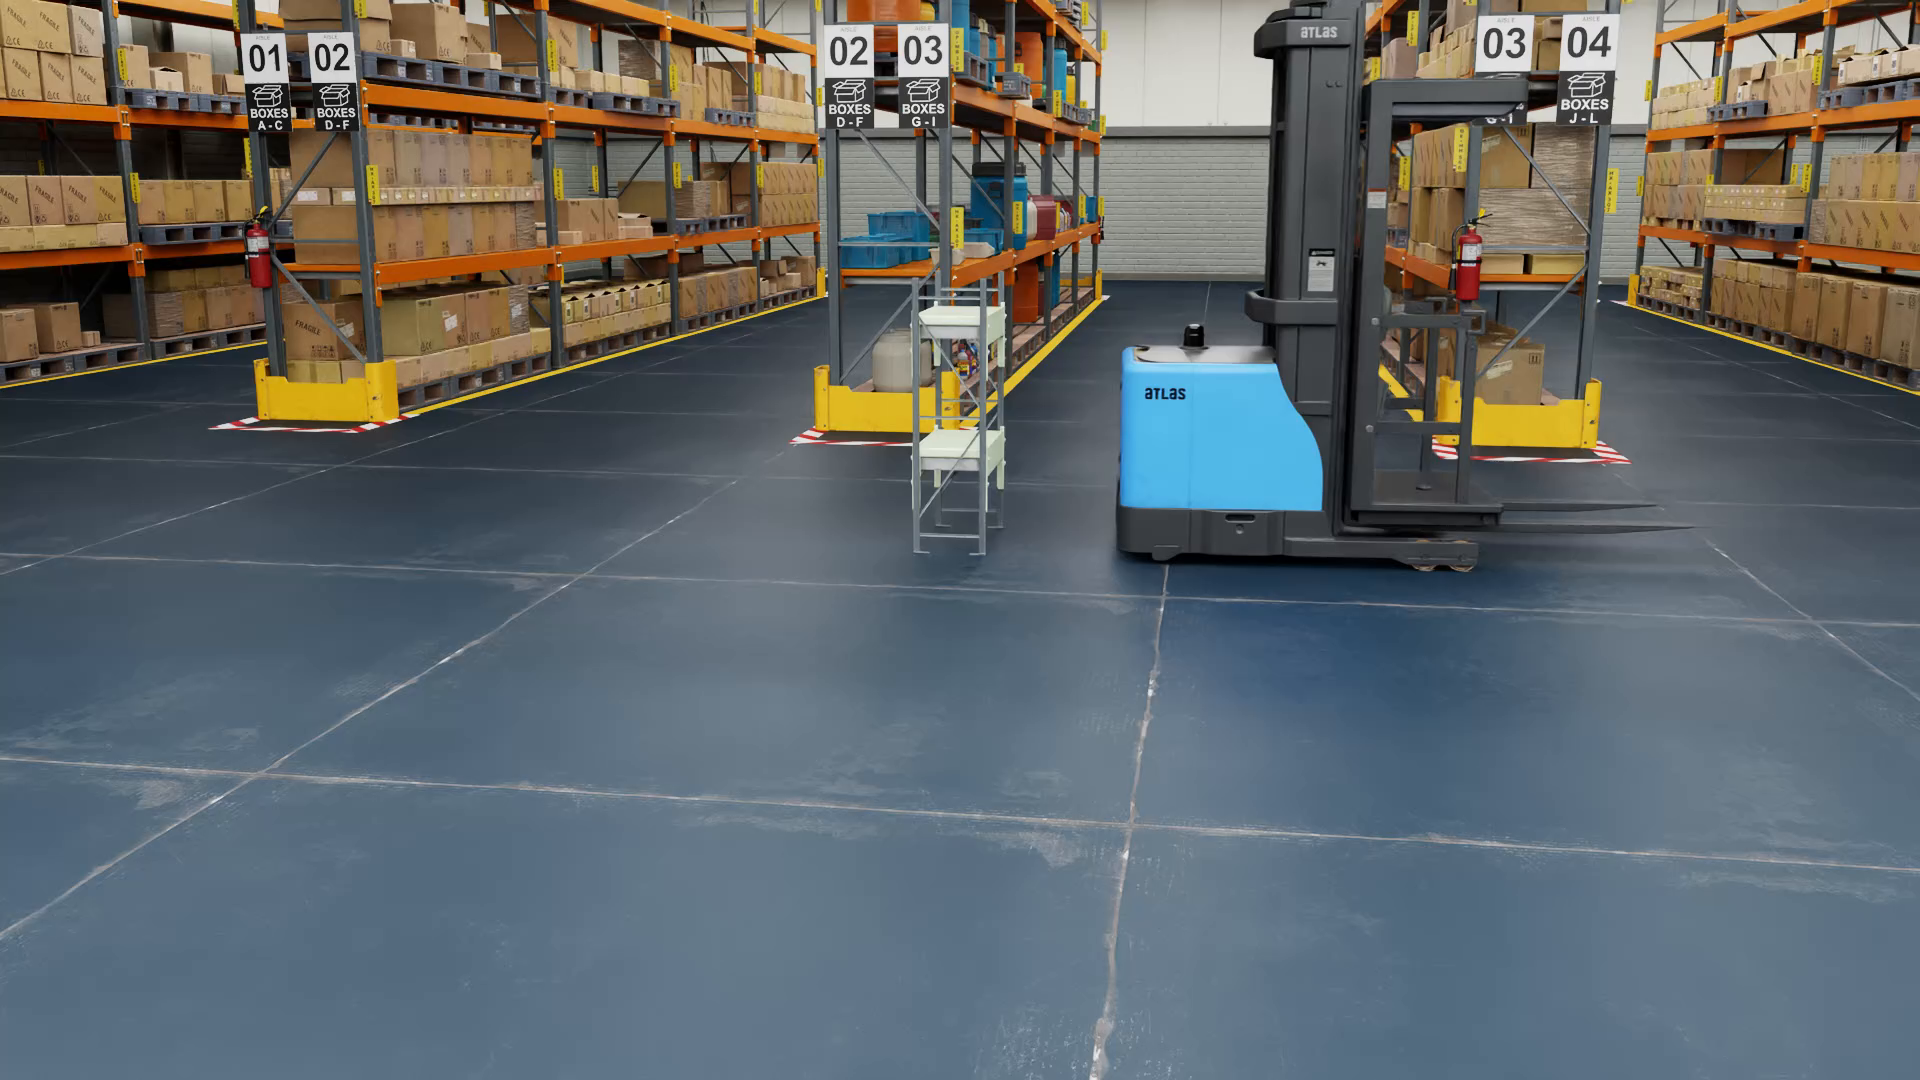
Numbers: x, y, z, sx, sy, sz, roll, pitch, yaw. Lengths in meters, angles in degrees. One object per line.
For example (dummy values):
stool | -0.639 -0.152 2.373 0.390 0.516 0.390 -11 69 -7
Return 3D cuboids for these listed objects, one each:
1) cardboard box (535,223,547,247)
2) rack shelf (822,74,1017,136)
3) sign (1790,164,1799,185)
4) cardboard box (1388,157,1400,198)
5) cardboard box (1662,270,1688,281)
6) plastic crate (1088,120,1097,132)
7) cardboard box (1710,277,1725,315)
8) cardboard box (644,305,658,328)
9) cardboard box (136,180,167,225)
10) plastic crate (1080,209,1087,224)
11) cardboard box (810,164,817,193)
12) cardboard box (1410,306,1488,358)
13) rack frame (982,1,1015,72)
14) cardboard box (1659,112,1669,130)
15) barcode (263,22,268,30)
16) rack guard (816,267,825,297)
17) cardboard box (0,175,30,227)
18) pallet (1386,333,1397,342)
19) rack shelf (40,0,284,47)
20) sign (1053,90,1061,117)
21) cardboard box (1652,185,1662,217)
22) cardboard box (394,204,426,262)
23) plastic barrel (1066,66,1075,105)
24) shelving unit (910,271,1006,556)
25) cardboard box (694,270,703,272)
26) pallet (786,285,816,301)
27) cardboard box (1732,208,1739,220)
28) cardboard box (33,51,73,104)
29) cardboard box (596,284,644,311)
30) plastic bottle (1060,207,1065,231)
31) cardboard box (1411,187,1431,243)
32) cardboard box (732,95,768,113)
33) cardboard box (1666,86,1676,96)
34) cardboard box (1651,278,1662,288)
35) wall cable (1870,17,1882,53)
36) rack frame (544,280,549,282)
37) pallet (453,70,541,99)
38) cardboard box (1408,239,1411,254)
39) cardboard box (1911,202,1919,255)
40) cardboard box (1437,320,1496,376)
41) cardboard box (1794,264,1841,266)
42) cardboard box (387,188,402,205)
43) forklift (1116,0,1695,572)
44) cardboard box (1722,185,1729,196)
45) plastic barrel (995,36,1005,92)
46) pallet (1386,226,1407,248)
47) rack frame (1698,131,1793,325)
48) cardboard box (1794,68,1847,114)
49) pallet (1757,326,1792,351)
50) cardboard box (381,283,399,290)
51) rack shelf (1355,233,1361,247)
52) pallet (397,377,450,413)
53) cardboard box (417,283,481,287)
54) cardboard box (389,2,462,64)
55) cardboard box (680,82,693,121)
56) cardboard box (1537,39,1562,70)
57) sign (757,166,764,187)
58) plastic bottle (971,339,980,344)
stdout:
cardboard box | -4.811 -3.392 18.469 0.500 0.250 0.500 3 12 12
rack shelf | -0.257 -3.898 15.050 1.077 0.370 4.000 2 12 9
sign | 11.609 -5.072 23.160 0.100 0.325 0.005 2 12 9
cardboard box | 5.688 -4.563 20.929 0.797 0.503 0.637 2 12 11
cardboard box | 11.076 -4.086 25.690 0.380 0.149 0.250 2 12 10
plastic crate | 2.026 -6.846 27.524 0.450 0.188 0.336 2 12 9
cardboard box | 10.684 -3.361 22.907 0.500 0.500 0.500 2 12 11
cardboard box | -4.144 -2.830 21.037 0.500 0.250 0.500 2 12 8
cardboard box | -9.627 -3.890 19.142 0.700 0.500 0.500 2 12 9
plastic crate | 1.833 -5.210 26.803 0.416 0.233 0.300 2 12 9
cardboard box | -2.795 -6.296 28.975 0.500 0.500 0.500 2 12 8
cardboard box | 5.060 -2.160 17.285 0.700 0.500 0.500 1 12 4
rack frame | 0.050 -6.133 16.591 1.000 3.000 0.127 2 12 9
cardboard box | 11.268 -6.554 26.022 0.500 0.250 0.500 2 12 10
barcode | -5.889 -4.357 14.094 0.001 0.075 0.075 2 12 9
rack guard | -3.010 -4.622 29.752 1.175 0.500 0.348 2 12 9
cardboard box | -9.745 -3.399 16.673 0.500 0.500 0.500 2 12 10
pallet | 5.438 -2.347 19.881 1.003 0.211 1.213 2 12 9
rack shelf | -9.431 -6.323 20.130 1.077 0.370 4.000 2 12 9
sign | 1.210 -5.432 20.705 0.100 0.325 0.005 2 12 9
cardboard box | 11.276 -5.353 26.271 0.500 0.500 0.500 2 12 9
cardboard box | -5.298 -2.784 15.054 0.700 0.500 0.500 2 12 10
plastic barrel | 1.341 -6.433 23.658 0.600 0.588 0.600 0 12 0
shelving unit | -0.001 -0.732 9.329 0.431 1.500 0.755 2 12 9
cardboard box | -4.084 -3.712 24.486 0.500 0.500 0.500 2 12 9
pallet | -3.131 -4.314 29.012 1.003 0.211 1.213 2 12 9
cardboard box | 10.349 -4.267 21.771 0.380 0.149 0.250 2 12 8
cardboard box | -9.663 -4.828 17.372 0.500 0.500 0.500 1 12 4
cardboard box | -4.220 -2.999 20.488 0.500 0.311 0.500 2 12 8
plastic bottle | 1.434 -4.601 23.840 0.144 0.351 0.185 2 12 9
cardboard box | 4.702 -3.039 15.533 0.875 0.500 0.500 2 12 9
cardboard box | -3.293 -6.757 25.778 0.500 0.250 0.500 2 12 9
cardboard box | 11.191 -6.971 25.823 0.380 0.149 0.250 2 12 9
cardboard box | 11.146 -4.053 26.246 0.380 0.149 0.250 2 12 10
wall cable | 17.178 -9.342 31.484 0.463 3.000 0.029 2 12 9
rack frame | -7.893 -6.019 30.303 1.000 3.000 0.127 2 12 9
pallet | -4.949 -4.606 16.836 1.003 0.211 1.213 2 12 9
cardboard box | 4.614 -2.882 16.342 0.380 0.149 0.250 2 12 9
cardboard box | 9.646 -3.024 16.168 0.500 0.500 0.500 2 12 8
cardboard box | 4.763 -1.822 15.762 0.500 0.500 0.500 6 14 27
cardboard box | 10.957 -3.384 21.234 0.500 0.250 0.500 2 12 9
cardboard box | -5.148 -3.024 14.630 0.380 0.149 0.250 2 12 7
forklift | 2.393 -1.382 8.948 3.031 2.935 1.130 1 12 5
cardboard box | 10.425 -4.666 22.212 0.380 0.149 0.250 2 12 8
plastic barrel | 0.224 -5.409 19.333 0.600 0.830 0.708 2 12 9
pallet | 5.295 -3.365 18.444 1.003 0.211 1.213 2 12 9
rack frame | 11.060 -4.523 23.362 1.000 3.000 0.127 2 12 9
cardboard box | 10.282 -5.333 19.762 0.500 0.500 0.500 2 12 9
pallet | 10.566 -2.490 20.547 1.003 0.211 1.213 2 12 9
cardboard box | -8.740 -3.839 24.294 0.750 0.750 0.750 2 12 8
rack shelf | 5.867 -3.937 22.349 1.077 0.370 4.000 2 12 9
pallet | -5.383 -1.326 15.146 1.003 0.211 1.213 2 12 9
cardboard box | -5.293 -2.398 17.252 0.500 0.500 0.500 2 12 9
cardboard box | -4.933 -4.655 15.285 0.500 0.500 0.500 2 12 9
cardboard box | -4.116 -5.907 22.427 0.910 0.500 0.500 2 12 9
cardboard box | 4.659 -3.692 12.740 0.500 0.250 0.500 2 12 10
sign | -3.064 -5.576 25.496 0.100 0.325 0.005 2 12 9
plastic bottle | 0.157 -1.870 16.293 0.144 0.351 0.185 2 12 8
